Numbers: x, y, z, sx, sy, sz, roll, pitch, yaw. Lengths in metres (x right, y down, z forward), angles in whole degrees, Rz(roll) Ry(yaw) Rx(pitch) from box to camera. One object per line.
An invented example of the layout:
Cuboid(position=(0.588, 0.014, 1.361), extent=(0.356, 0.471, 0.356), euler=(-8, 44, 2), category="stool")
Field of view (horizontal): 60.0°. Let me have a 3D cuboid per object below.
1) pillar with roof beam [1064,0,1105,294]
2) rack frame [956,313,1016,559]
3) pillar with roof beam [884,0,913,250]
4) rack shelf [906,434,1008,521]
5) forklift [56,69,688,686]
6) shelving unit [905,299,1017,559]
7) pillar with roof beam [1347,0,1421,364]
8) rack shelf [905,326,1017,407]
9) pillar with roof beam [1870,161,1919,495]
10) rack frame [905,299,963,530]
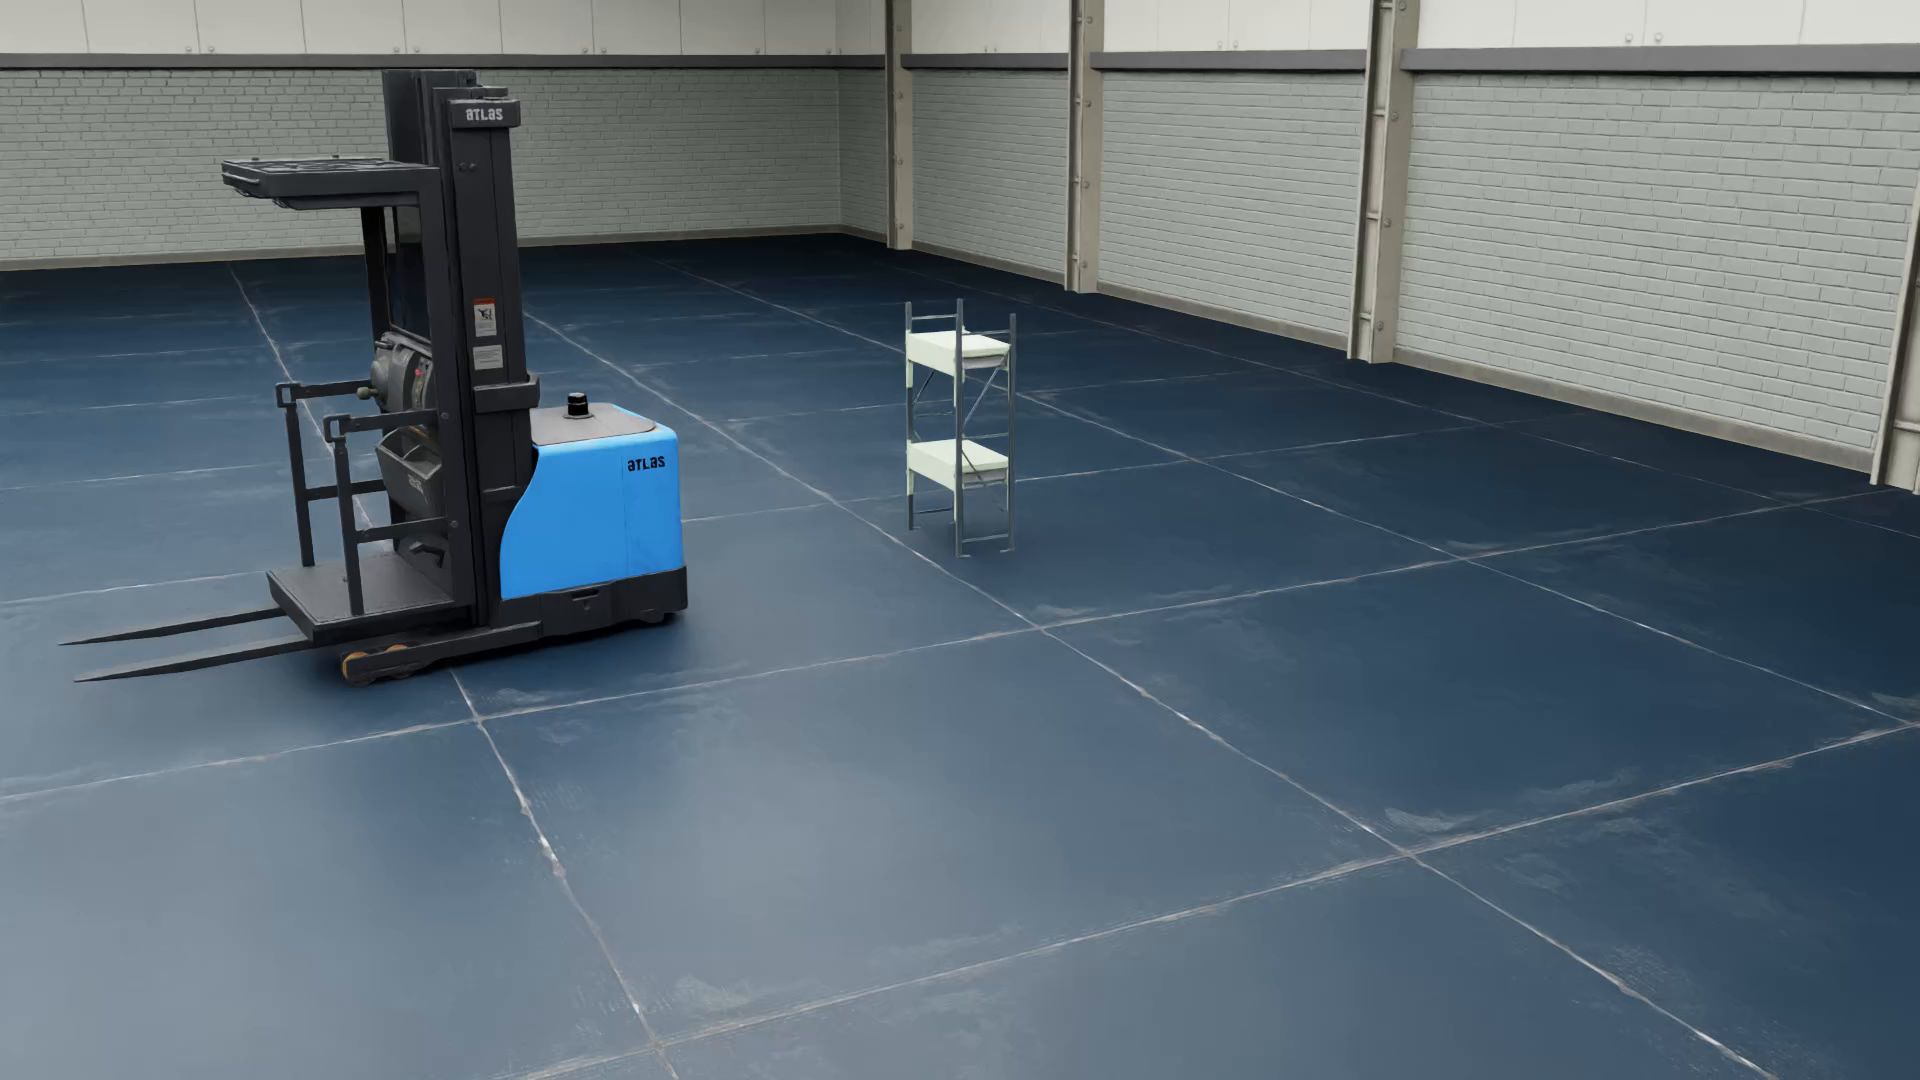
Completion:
Cuboid(position=(-2.233, -7.166, 19.409), extent=(9.100, 9.000, 0.400), euler=(-8, 18, -25), category="pillar with roof beam")
Cuboid(position=(0.157, -0.632, 10.233), extent=(0.400, 1.500, 0.023), euler=(-8, 18, -25), category="rack frame")
Cuboid(position=(-4.861, -8.654, 24.594), extent=(9.100, 9.000, 0.400), euler=(-8, 18, -25), category="pillar with roof beam")
Cuboid(position=(-0.003, -0.409, 10.639), extent=(0.431, 0.370, 0.720), euler=(-8, 18, -25), category="rack shelf")
Cuboid(position=(-3.016, -0.851, 8.404), extent=(3.031, 2.935, 1.130), euler=(-10, 19, -32), category="forklift")
Cuboid(position=(-0.003, -0.723, 10.550), extent=(0.431, 1.500, 0.755), euler=(-8, 18, -25), category="shelving unit")
Cuboid(position=(0.396, -5.679, 14.225), extent=(9.100, 9.000, 0.400), euler=(-8, 18, -25), category="pillar with roof beam")
Cuboid(position=(-0.003, -1.098, 10.442), extent=(0.431, 0.370, 0.720), euler=(-8, 18, -25), category="rack shelf")
Cuboid(position=(3.024, -4.191, 9.041), extent=(9.100, 9.000, 0.400), euler=(-8, 18, -25), category="pillar with roof beam")
Cuboid(position=(-0.163, -0.813, 10.866), extent=(0.400, 1.500, 0.023), euler=(-8, 18, -25), category="rack frame")
